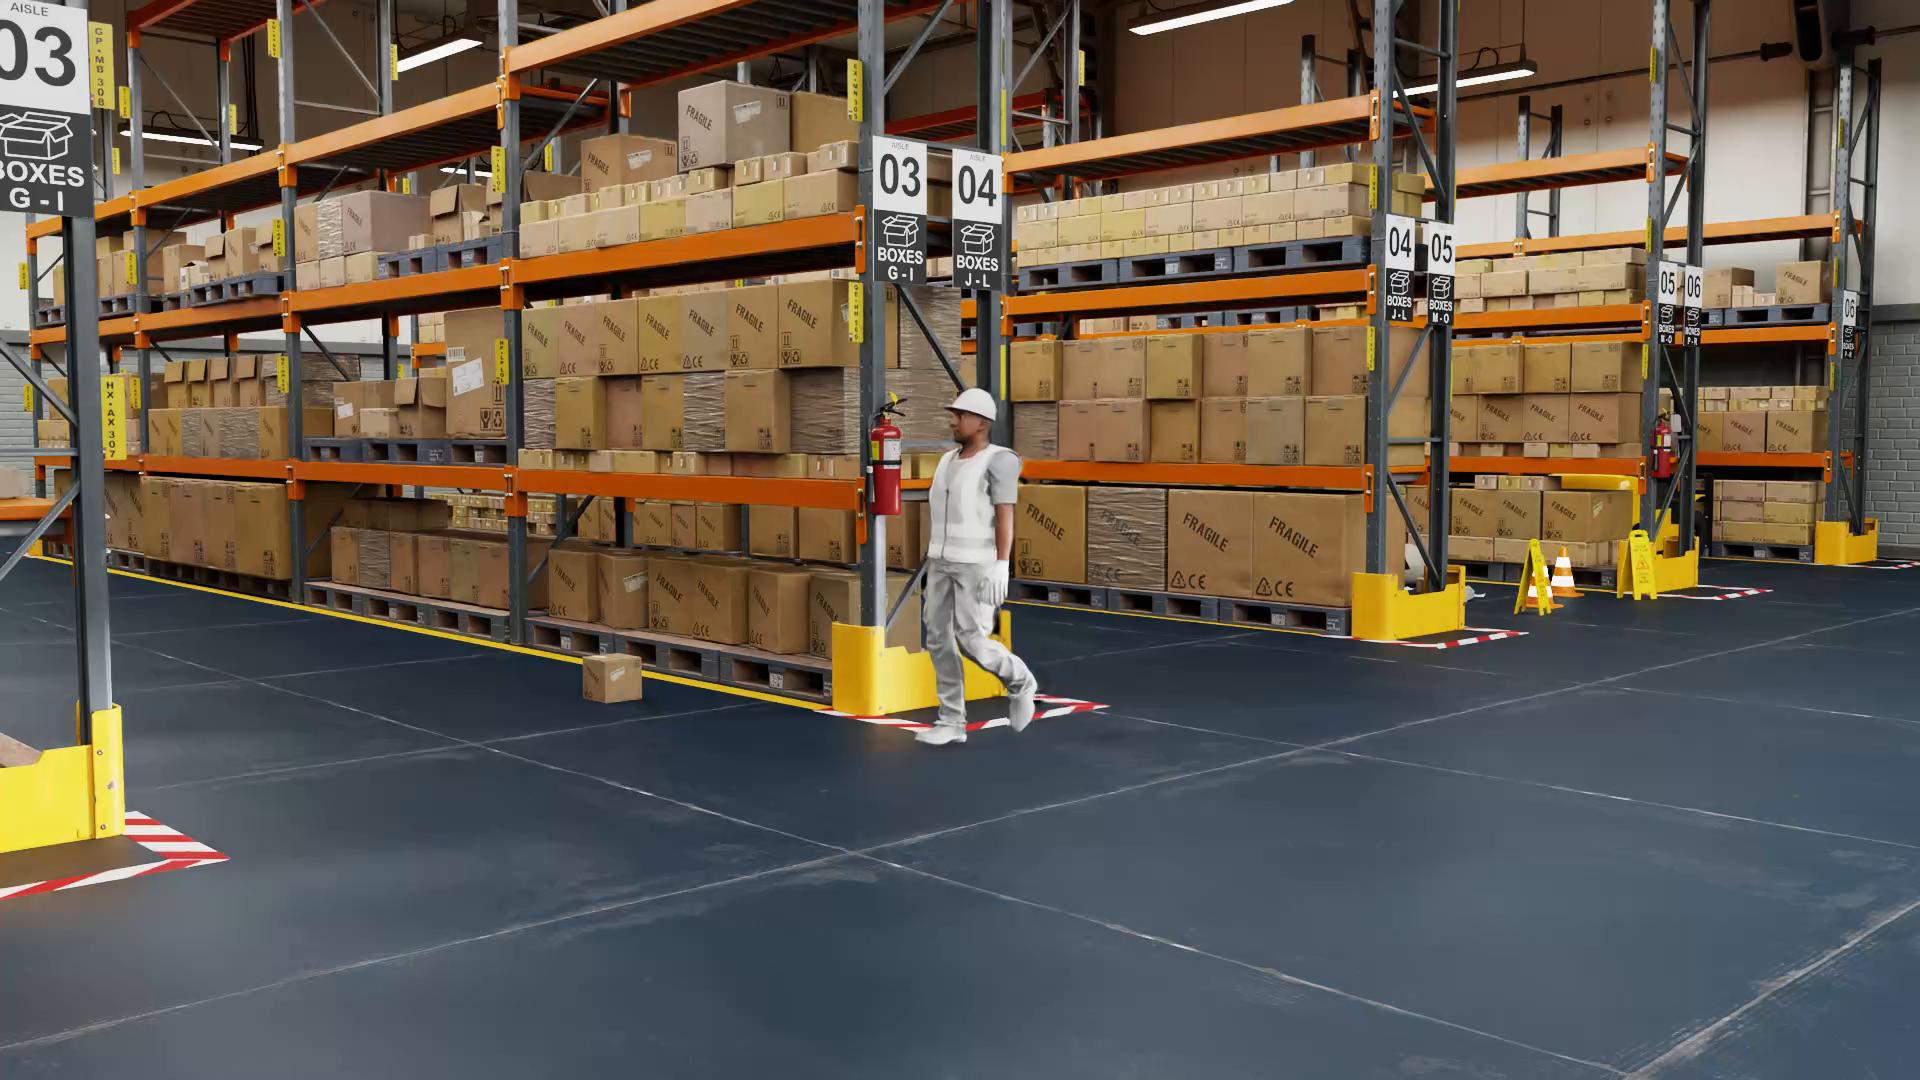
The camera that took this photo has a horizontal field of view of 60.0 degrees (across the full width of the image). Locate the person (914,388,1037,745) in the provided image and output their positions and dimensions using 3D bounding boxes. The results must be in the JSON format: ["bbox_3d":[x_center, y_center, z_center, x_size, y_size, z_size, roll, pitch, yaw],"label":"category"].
[{"bbox_3d":[0.063,0.129,8.311,0.620,1.768,0.582,-3,5,-42],"label":"person"}]
